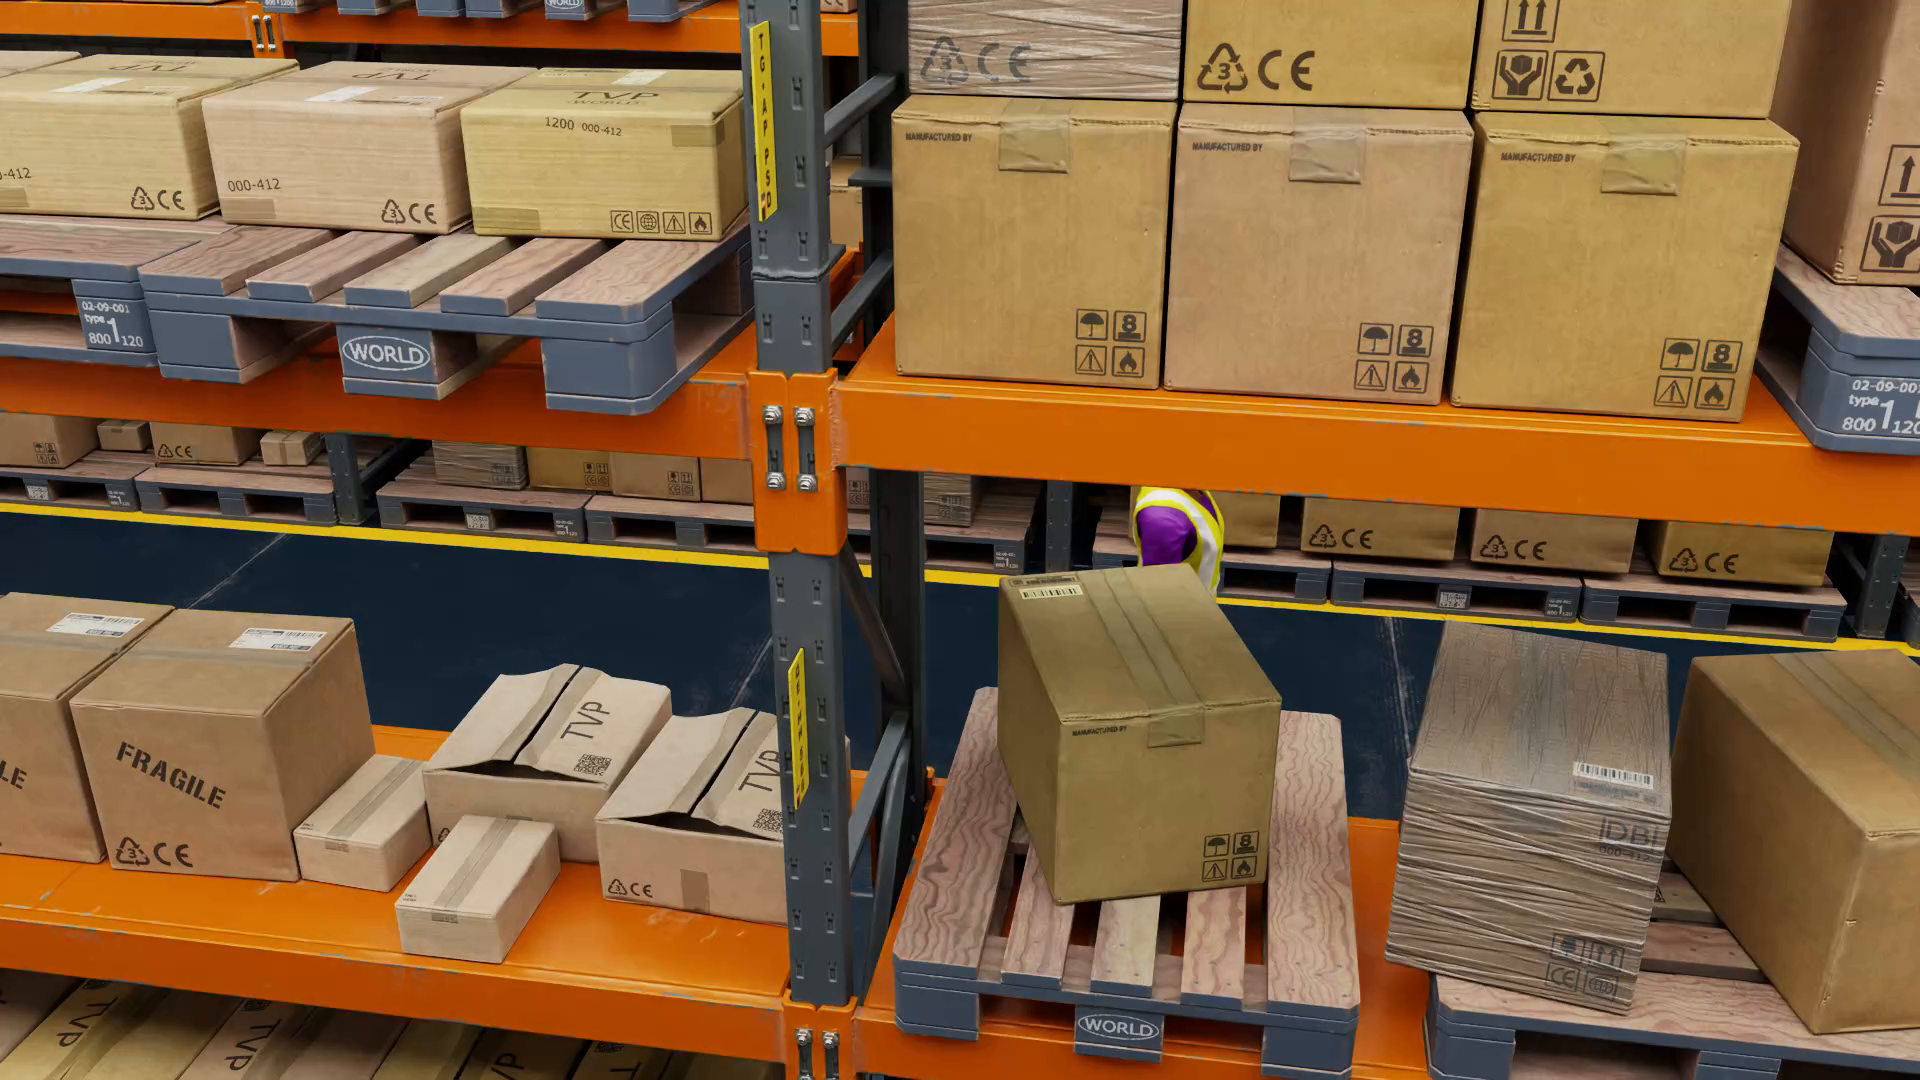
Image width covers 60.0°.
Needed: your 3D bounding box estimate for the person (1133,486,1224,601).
[{"bbox_3d":[0.905,0.323,6.363,0.552,1.768,0.607,6,26,13],"label":"person"}]
